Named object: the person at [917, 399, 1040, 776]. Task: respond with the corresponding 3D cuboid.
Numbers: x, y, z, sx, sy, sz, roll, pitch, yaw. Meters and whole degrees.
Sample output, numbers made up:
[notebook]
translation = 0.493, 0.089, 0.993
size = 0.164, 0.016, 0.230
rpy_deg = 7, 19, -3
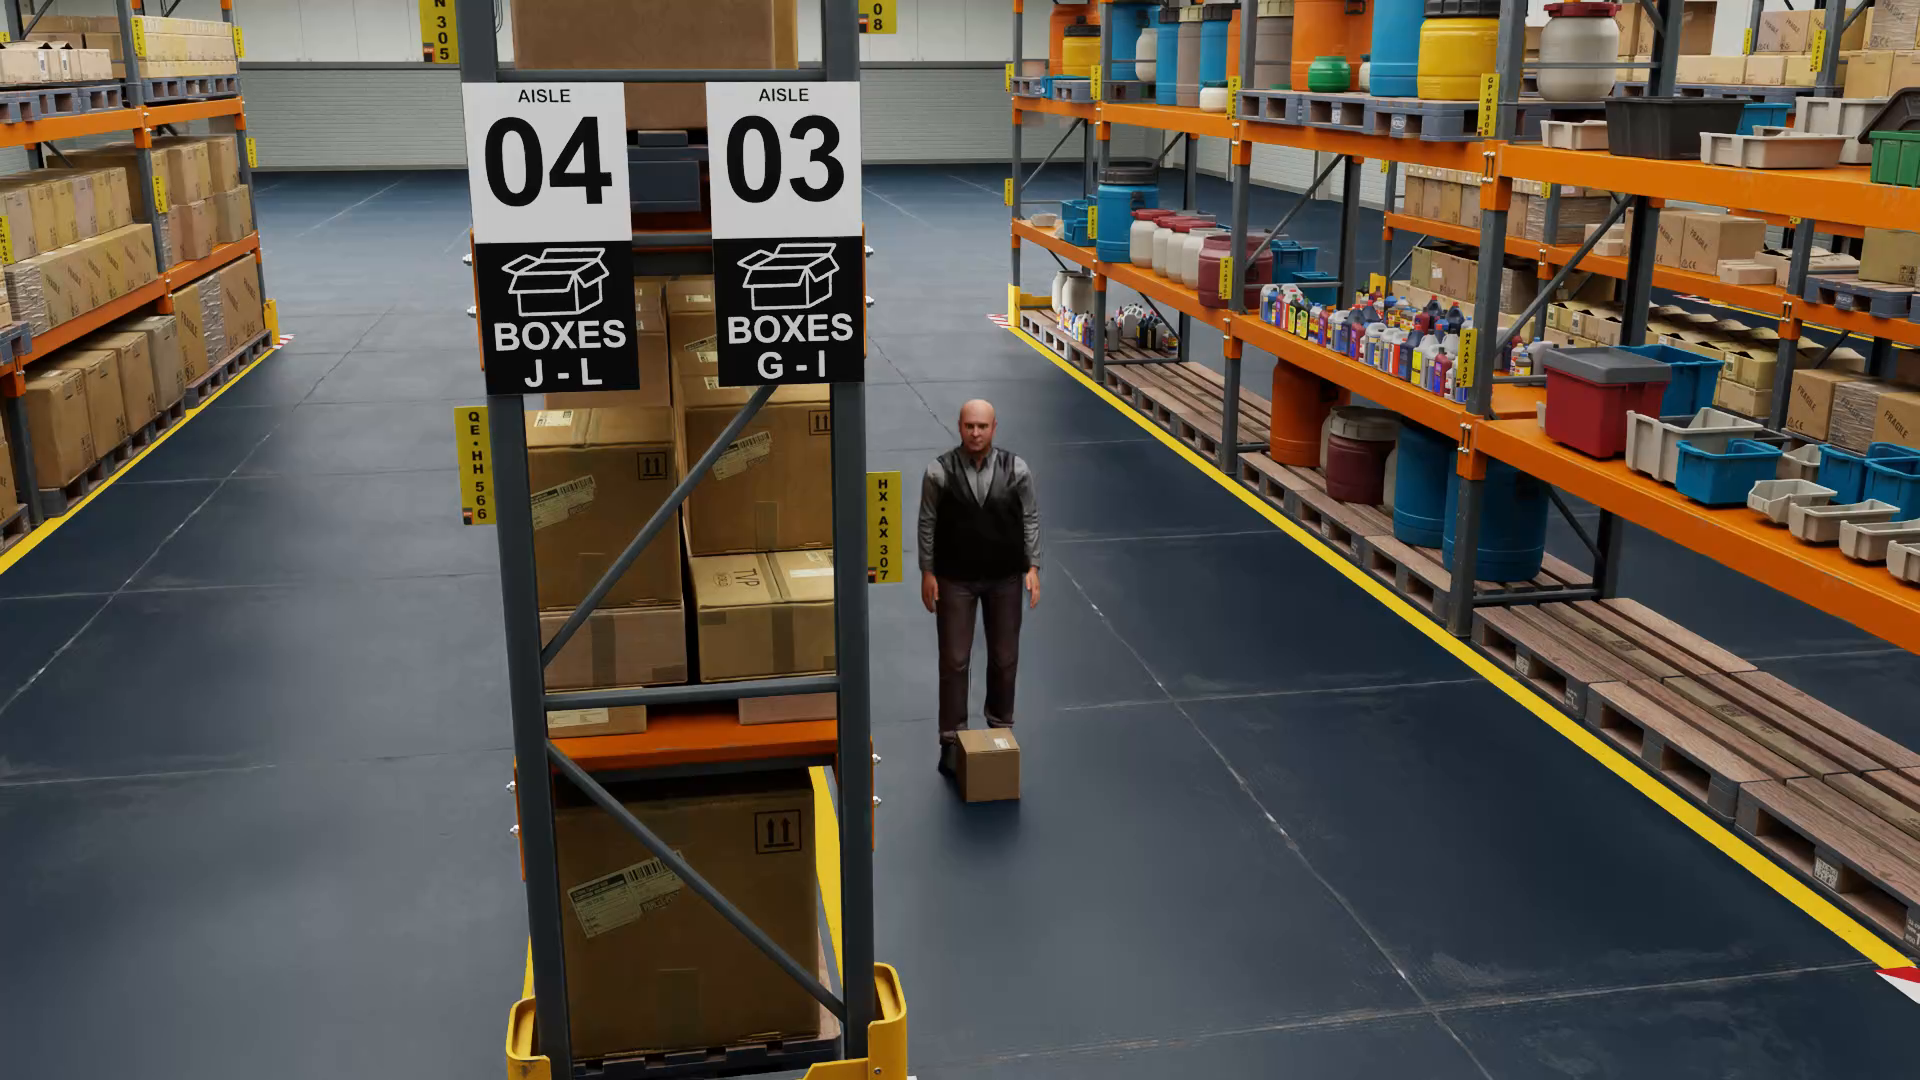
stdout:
[person]
translation = 0.096, 0.212, 7.820
size = 0.574, 1.730, 0.502
rpy_deg = -2, 16, -6
